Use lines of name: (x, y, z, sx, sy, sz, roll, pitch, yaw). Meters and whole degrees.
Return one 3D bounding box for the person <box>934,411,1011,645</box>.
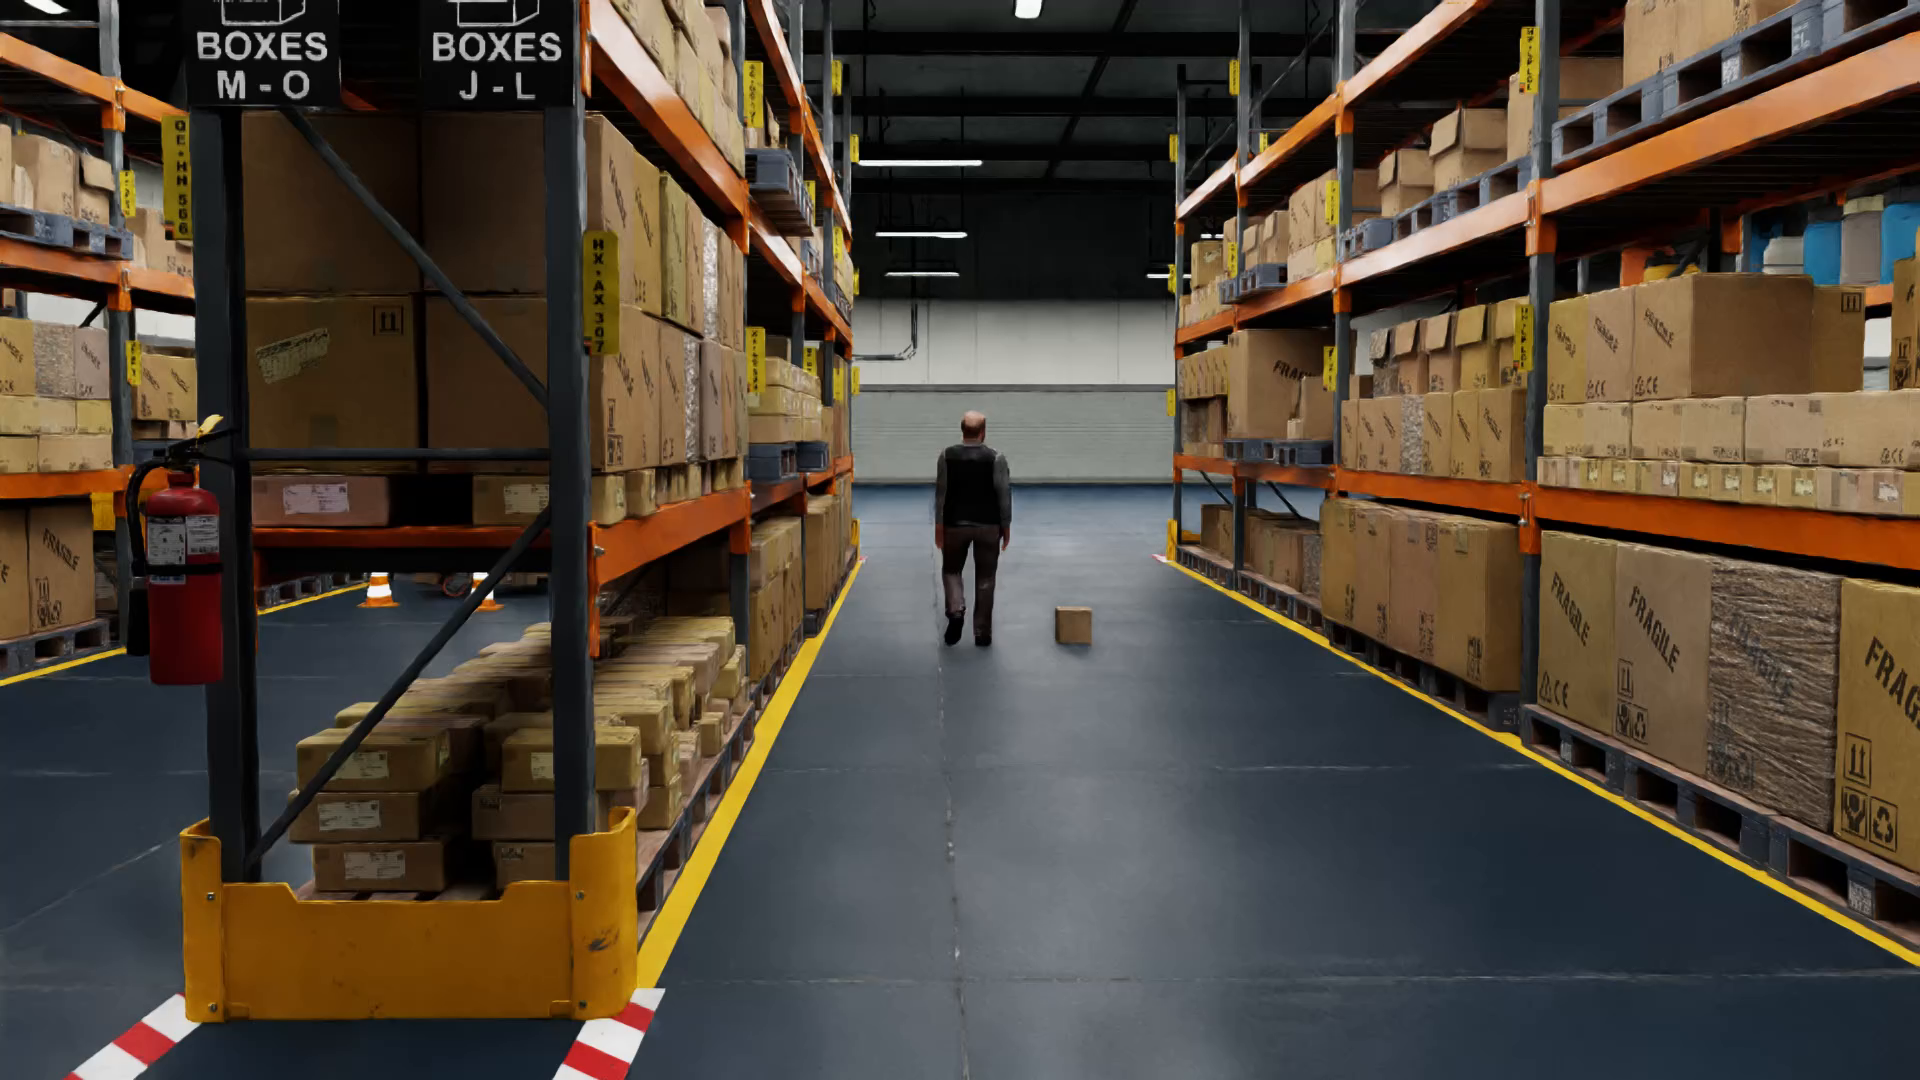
person: (0.104, -0.085, 12.168, 0.563, 1.715, 0.572, 0, 4, 6)
